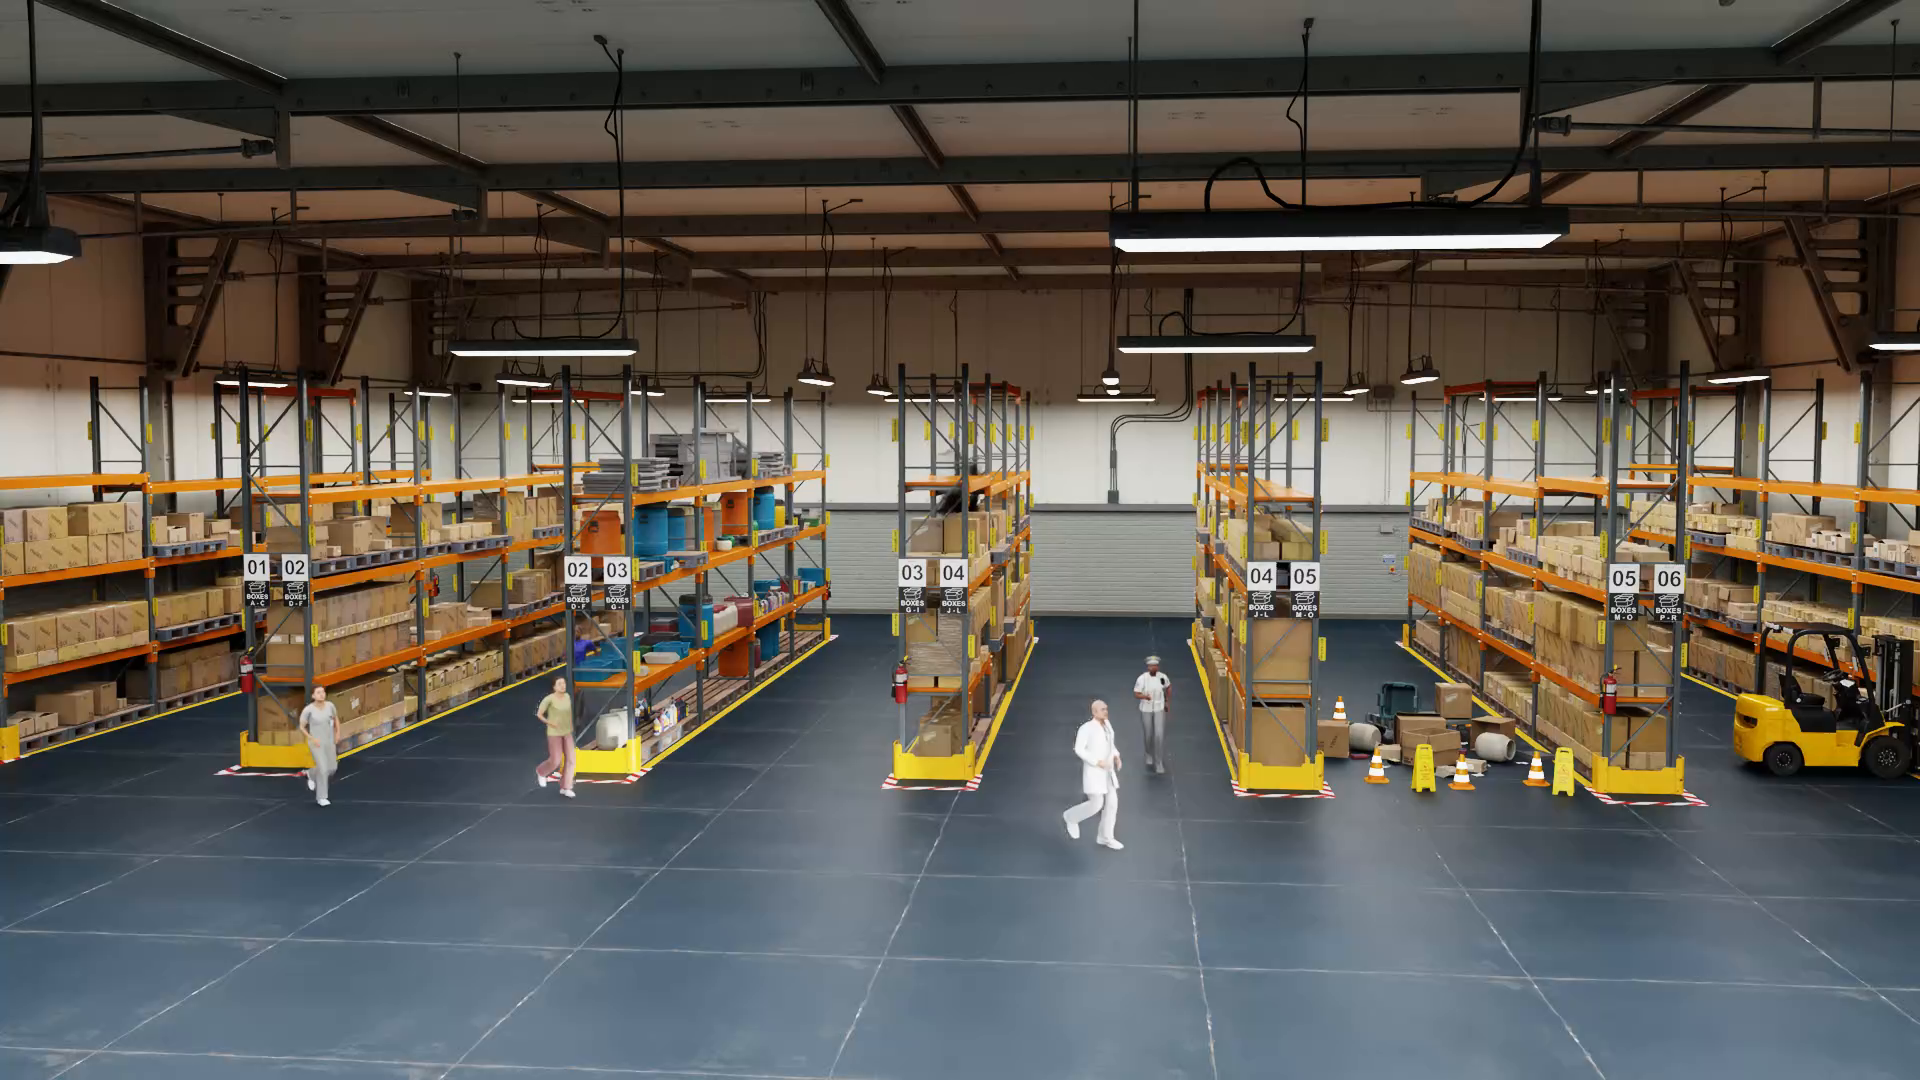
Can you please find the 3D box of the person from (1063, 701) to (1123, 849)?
[{"bbox_3d":[1.651,2.828,20.237,0.837,1.773,0.737,3,5,43],"label":"person"}]

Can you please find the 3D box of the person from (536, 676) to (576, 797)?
[{"bbox_3d":[-5.594,2.702,23.060,0.771,1.667,0.600,3,4,34],"label":"person"}]

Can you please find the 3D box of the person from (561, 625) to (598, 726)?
[{"bbox_3d":[-6.603,2.311,28.745,0.570,1.682,0.871,0,4,5],"label":"person"}]

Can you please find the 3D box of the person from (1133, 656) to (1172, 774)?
[{"bbox_3d":[2.856,2.577,24.688,0.568,1.755,0.751,0,4,6],"label":"person"}]

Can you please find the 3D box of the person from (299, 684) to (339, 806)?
[{"bbox_3d":[-8.665,2.748,22.469,0.634,1.641,0.577,3,5,42],"label":"person"}]
